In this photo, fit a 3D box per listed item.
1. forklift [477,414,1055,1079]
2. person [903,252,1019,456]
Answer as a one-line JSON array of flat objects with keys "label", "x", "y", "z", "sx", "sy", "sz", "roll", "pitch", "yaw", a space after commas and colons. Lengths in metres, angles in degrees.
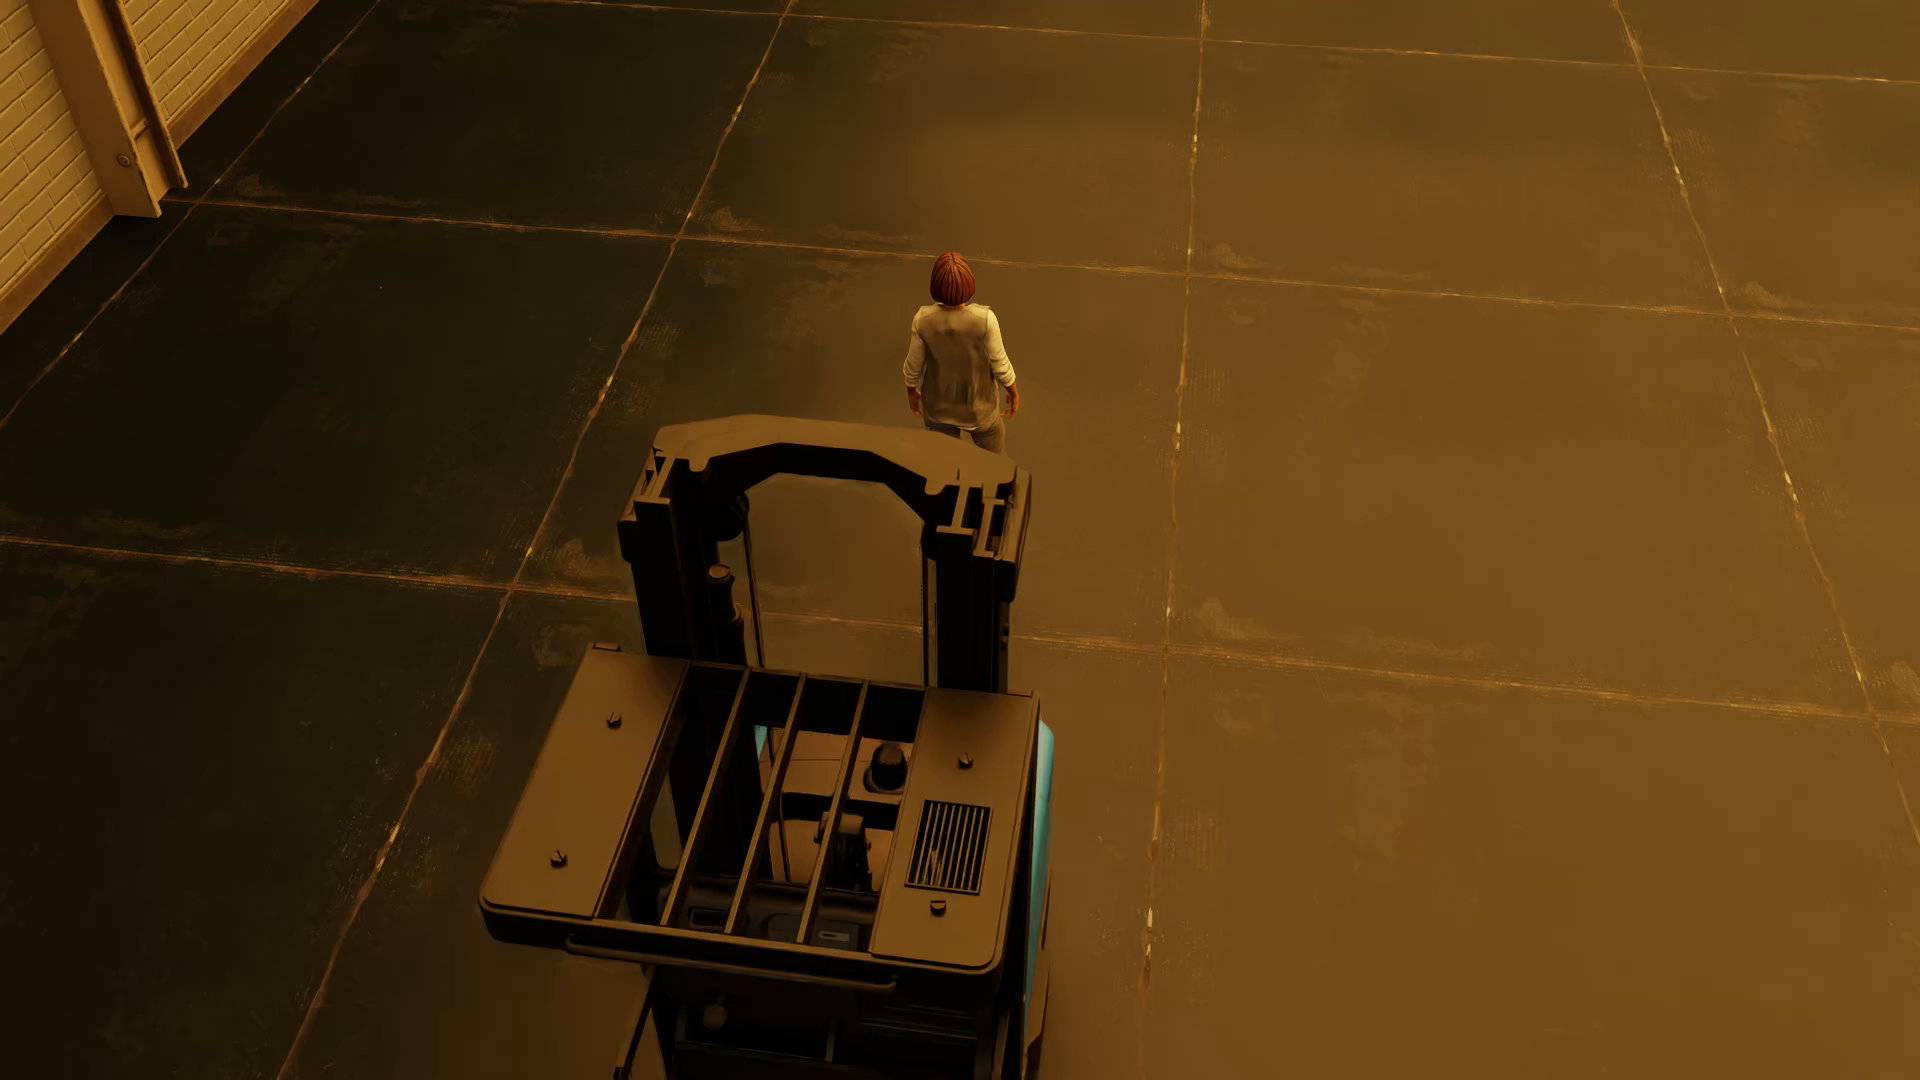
[{"label": "forklift", "x": -0.394, "y": 1.254, "z": 4.359, "sx": 1.130, "sy": 2.935, "sz": 3.031, "roll": 6, "pitch": 43, "yaw": 6}, {"label": "person", "x": 0.024, "y": -0.642, "z": 7.399, "sx": 0.520, "sy": 1.599, "sz": 0.473, "roll": 5, "pitch": 43, "yaw": 6}]
